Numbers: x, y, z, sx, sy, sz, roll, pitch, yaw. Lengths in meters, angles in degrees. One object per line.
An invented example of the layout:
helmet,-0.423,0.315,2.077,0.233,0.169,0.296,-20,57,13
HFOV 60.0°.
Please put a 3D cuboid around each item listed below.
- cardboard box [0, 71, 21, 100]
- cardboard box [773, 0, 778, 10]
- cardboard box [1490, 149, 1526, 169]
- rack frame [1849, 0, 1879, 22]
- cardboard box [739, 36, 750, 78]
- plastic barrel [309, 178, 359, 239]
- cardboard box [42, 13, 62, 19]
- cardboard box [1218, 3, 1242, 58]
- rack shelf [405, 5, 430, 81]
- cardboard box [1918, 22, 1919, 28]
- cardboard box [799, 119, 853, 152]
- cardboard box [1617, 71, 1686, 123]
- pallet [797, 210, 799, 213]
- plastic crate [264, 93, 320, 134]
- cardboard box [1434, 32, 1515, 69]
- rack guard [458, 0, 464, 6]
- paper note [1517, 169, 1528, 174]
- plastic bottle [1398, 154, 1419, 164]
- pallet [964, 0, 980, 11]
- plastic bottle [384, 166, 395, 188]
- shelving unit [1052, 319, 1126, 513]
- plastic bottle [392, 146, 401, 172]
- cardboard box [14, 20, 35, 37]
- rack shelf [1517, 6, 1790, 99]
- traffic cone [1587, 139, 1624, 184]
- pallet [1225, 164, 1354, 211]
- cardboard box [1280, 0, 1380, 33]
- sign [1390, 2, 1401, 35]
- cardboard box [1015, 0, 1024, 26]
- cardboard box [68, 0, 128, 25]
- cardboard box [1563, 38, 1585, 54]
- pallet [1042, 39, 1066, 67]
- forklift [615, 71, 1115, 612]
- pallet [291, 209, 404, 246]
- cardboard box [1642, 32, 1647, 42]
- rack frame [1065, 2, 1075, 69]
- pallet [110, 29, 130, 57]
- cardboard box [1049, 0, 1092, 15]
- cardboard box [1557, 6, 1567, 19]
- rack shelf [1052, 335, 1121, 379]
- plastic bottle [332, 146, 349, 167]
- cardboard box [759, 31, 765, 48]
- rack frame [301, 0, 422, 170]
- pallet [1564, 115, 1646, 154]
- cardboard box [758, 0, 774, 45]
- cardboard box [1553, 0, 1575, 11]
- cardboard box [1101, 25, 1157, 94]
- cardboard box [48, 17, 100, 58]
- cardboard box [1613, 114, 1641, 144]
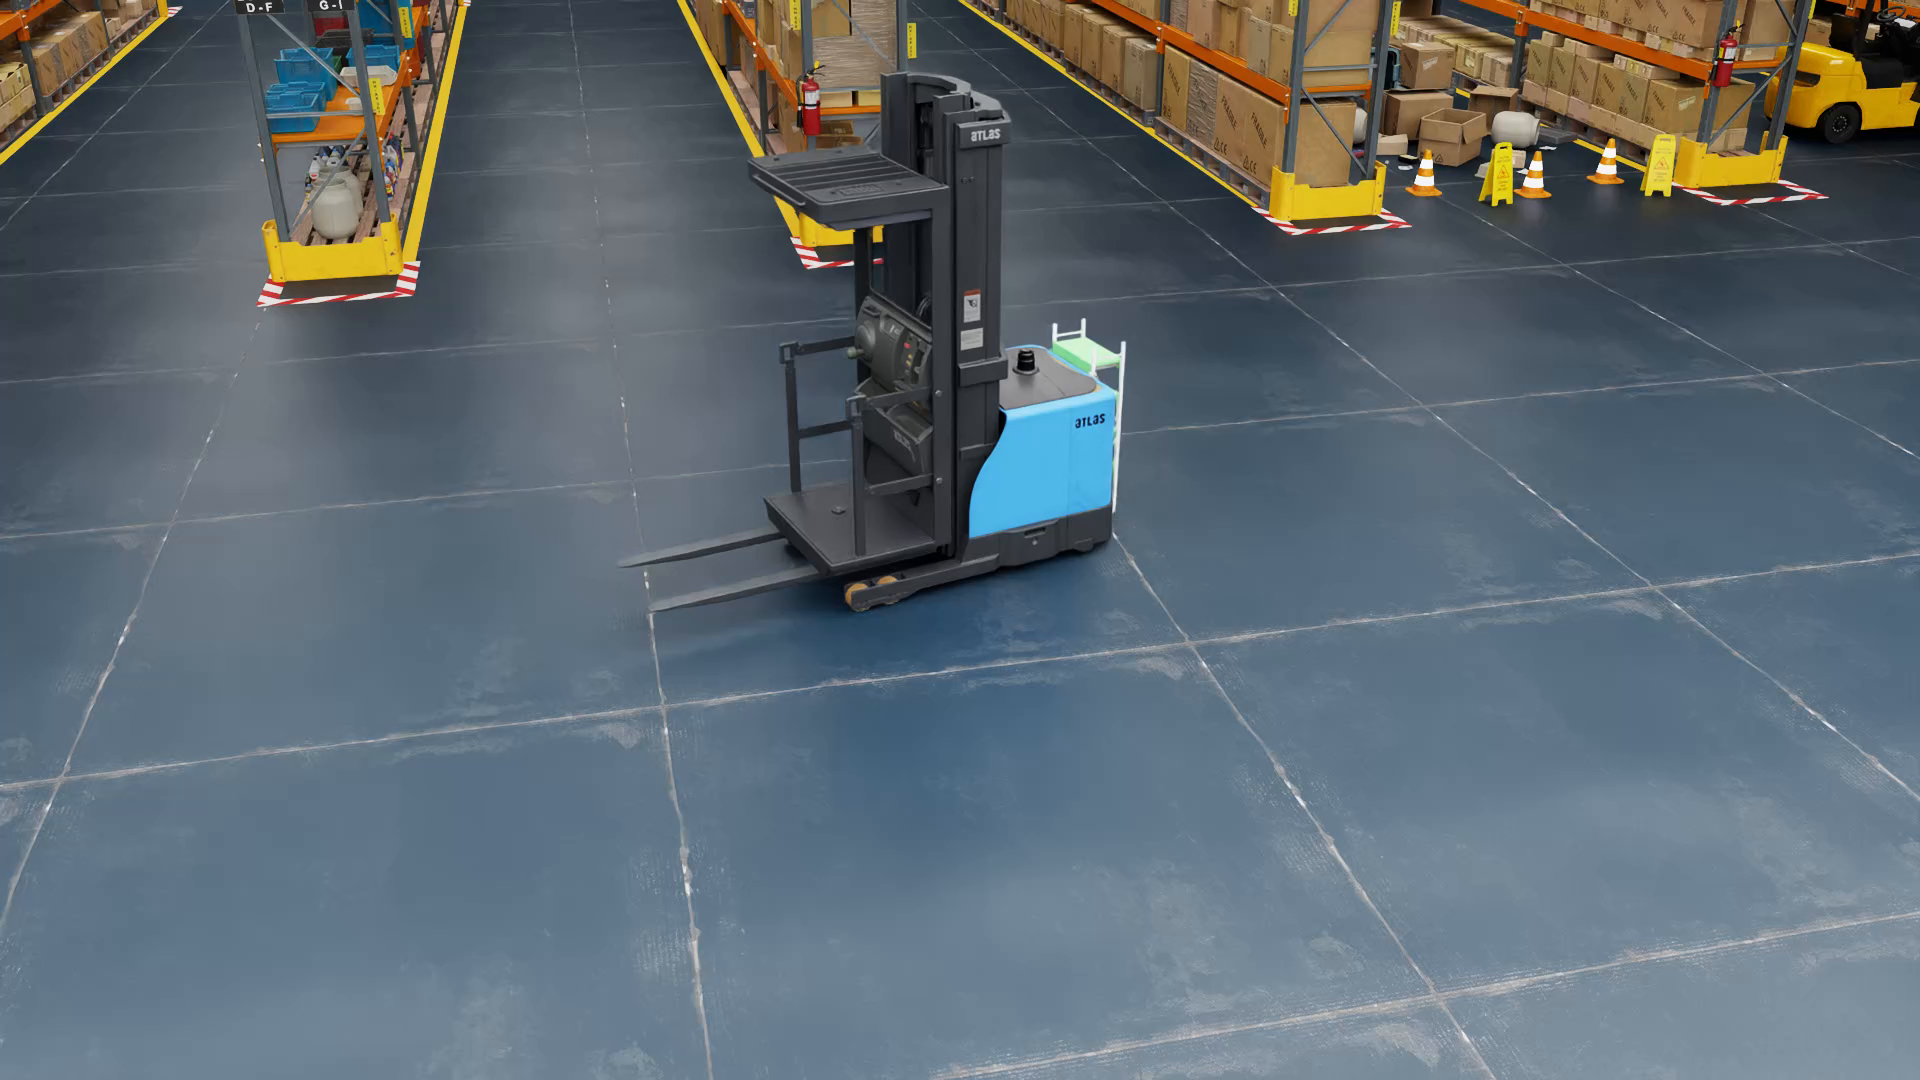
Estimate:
cardboard box,-11.974,-5.631,20.540,0.500,0.311,0.500,-6,27,-12
cardboard box,-1.698,-5.845,17.450,0.500,0.500,0.500,-6,27,-12
cardboard box,6.392,-4.449,19.399,0.380,0.149,0.250,8,28,15
rack frame,12.589,-7.613,22.505,1.000,3.000,0.127,-6,27,-12
cardboard box,-2.632,-6.646,22.874,0.700,0.500,0.500,-7,28,-14
plastic barrel,-6.048,-3.200,16.057,0.421,0.512,0.421,0,27,0
cardboard box,-13.485,-7.452,24.472,0.500,0.500,0.500,-7,28,-14
cardboard box,3.419,-5.756,18.659,0.875,0.550,0.500,-6,27,-12
rack shelf,-7.178,-6.155,20.414,1.077,0.370,4.000,-6,27,-12
cardboard box,12.888,-6.823,22.415,0.500,0.250,0.500,-5,27,-11
cardboard box,-1.497,-4.478,18.601,0.500,0.500,0.500,-8,28,-16
cardboard box,8.100,-5.200,19.478,0.500,0.500,0.500,-5,27,-10
pallet,-1.166,-3.494,17.438,1.003,0.211,1.213,-6,27,-12
plastic crate,-6.230,-3.965,15.442,0.499,0.251,0.616,-6,27,-12
cardboard box,7.309,-6.972,23.685,0.950,0.372,0.625,-5,27,-10
rack guard,-9.449,-9.760,29.532,1.175,0.500,0.348,-6,27,-12
paper note,6.503,-4.239,19.115,0.148,0.019,0.142,-16,31,-29
plastic bottle,5.256,-4.487,19.572,0.133,0.061,0.283,-16,31,-29
pallet,0.687,-9.656,29.646,1.003,0.211,1.213,-6,27,-12
plastic bottle,-6.008,-3.799,17.487,0.097,0.271,0.097,0,27,0
shelving unit,0.823,-0.800,10.998,0.258,1.200,0.503,-12,29,-25
plastic bottle,-6.180,-4.177,18.223,0.061,0.283,0.133,-4,27,-8
cardboard box,-13.146,-7.128,22.997,0.500,0.250,0.500,-6,27,-13
rack shelf,8.204,-5.909,19.926,1.077,0.370,4.000,-6,27,-12
traffic cone,7.301,-4.277,18.710,0.336,0.463,0.334,-6,27,-12
pallet,3.599,-3.903,18.248,1.003,0.211,1.213,-6,27,-12
cardboard box,3.809,-5.521,16.994,0.875,0.550,0.550,-6,27,-12
sign,4.397,-5.280,16.834,0.100,0.325,0.005,-6,27,-12
cardboard box,1.180,-8.561,26.690,0.500,0.500,0.500,-5,27,-9
cardboard box,-13.785,-8.515,26.574,0.797,0.503,0.637,-6,27,-12
cardboard box,7.711,-6.119,20.578,0.380,0.149,0.250,-5,27,-10
pallet,1.878,-7.415,25.207,1.003,0.211,1.213,-6,27,-12
forklift,-0.578,-1.153,9.781,3.031,2.935,1.130,-13,30,-24
pallet,-6.066,-2.983,16.426,1.003,0.211,1.213,-6,27,-12
cardboard box,8.152,-5.833,19.257,0.380,0.149,0.250,-6,27,-11
rack frame,2.052,-8.317,23.898,1.000,3.000,0.127,-6,27,-12
pallet,-13.510,-7.666,25.704,1.003,0.211,1.213,-6,27,-12
cardboard box,1.643,-7.997,24.740,0.500,0.250,0.500,-7,28,-13
cardboard box,7.709,-6.606,20.787,0.380,0.149,0.250,-6,27,-12
rack shelf,0.829,-1.173,10.813,0.258,0.148,0.480,-12,29,-25
plastic bottle,-6.809,-4.230,18.254,0.144,0.351,0.185,-6,27,-12
cardboard box,-2.102,-5.753,19.098,0.380,0.149,0.250,-6,27,-12
rack frame,-6.727,-5.598,18.513,1.000,3.000,0.127,-6,27,-12
pallet,8.218,-5.035,20.491,1.003,0.211,1.213,-6,27,-12
cardboard box,-1.782,-5.852,18.574,0.875,0.500,0.500,-6,27,-12
cardboard box,7.717,-6.846,20.543,0.500,0.500,0.500,-6,27,-12
cardboard box,2.513,-6.431,22.193,1.050,0.750,0.750,-6,27,-12
cardboard box,-12.863,-7.284,24.139,0.500,0.500,0.500,-6,27,-11
cardboard box,8.102,-4.867,19.650,0.500,0.250,0.500,-6,27,-11
